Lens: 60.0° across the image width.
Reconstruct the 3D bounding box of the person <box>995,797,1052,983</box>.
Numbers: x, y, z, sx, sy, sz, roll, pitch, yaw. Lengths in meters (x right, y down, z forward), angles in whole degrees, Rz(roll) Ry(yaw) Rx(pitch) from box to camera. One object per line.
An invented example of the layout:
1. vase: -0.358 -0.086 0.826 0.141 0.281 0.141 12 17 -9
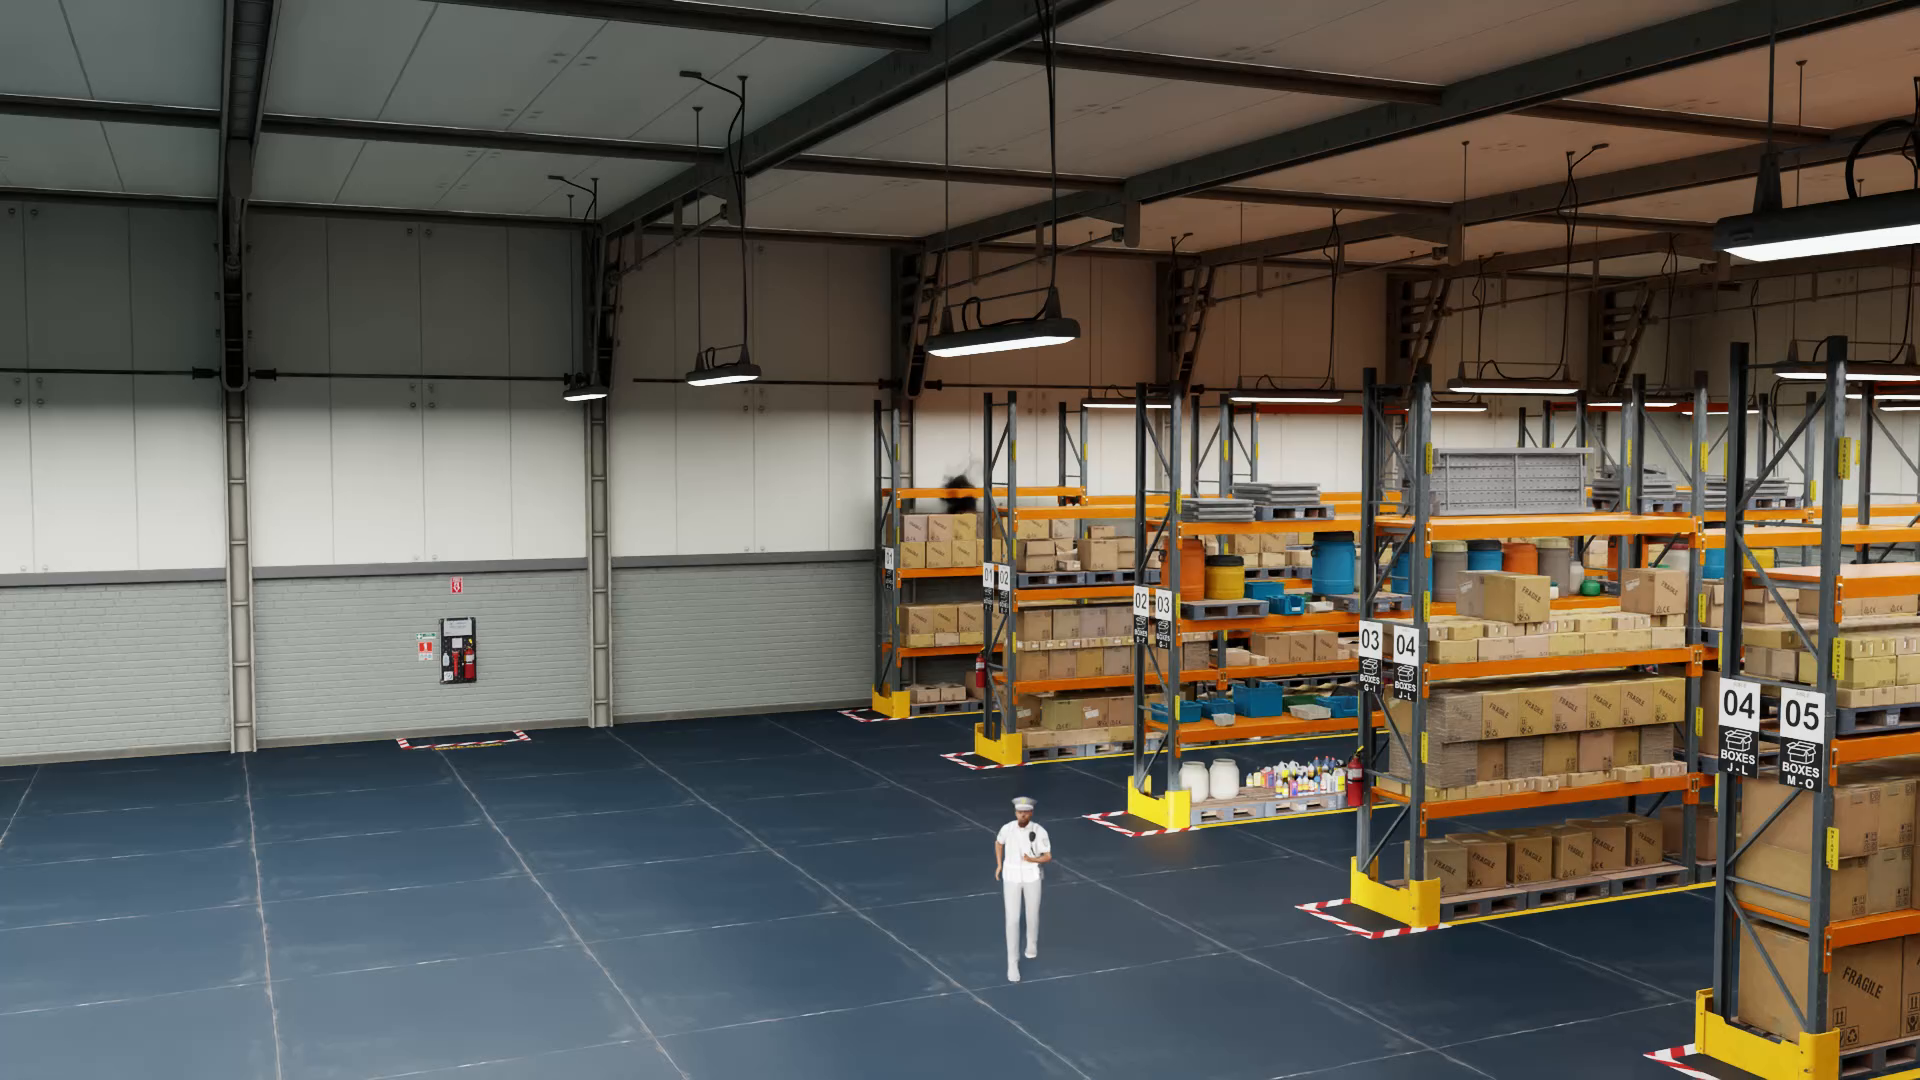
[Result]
1. person: 0.615 3.352 16.279 0.562 1.721 0.867 0 3 4
